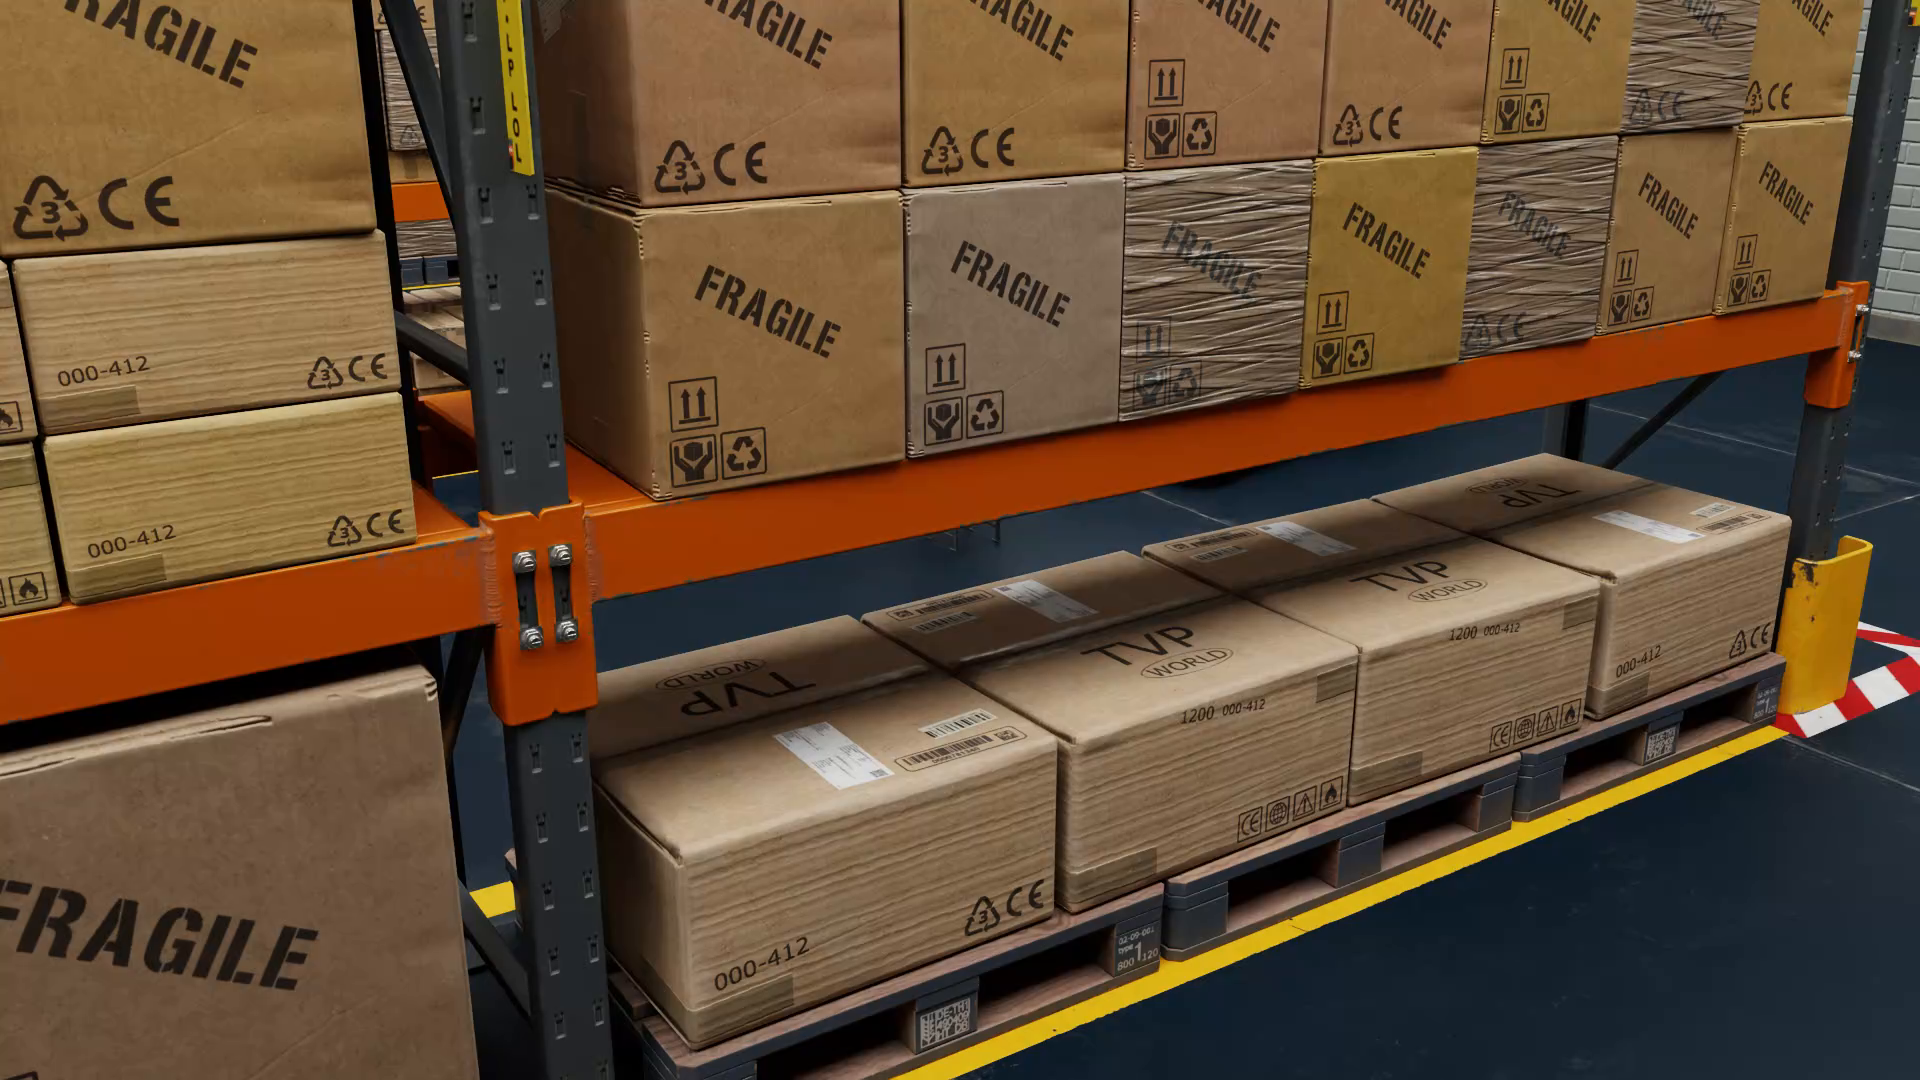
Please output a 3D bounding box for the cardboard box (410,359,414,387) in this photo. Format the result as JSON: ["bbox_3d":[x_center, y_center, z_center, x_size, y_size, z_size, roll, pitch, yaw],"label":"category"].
[{"bbox_3d":[-2.734,-0.791,7.732,0.250,0.149,0.380,-13,23,-34],"label":"cardboard box"}]

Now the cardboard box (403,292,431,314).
[{"bbox_3d":[-2.801,-1.117,8.231,0.250,0.149,0.380,-13,23,-34],"label":"cardboard box"}]

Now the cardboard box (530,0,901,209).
[{"bbox_3d":[-0.448,-0.890,2.975,0.500,0.500,0.500,-12,22,-31],"label":"cardboard box"}]

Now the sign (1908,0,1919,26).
[{"bbox_3d":[2.649,-1.567,4.519,0.005,0.325,0.100,-12,22,-31],"label":"sign"}]

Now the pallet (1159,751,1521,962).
[{"bbox_3d":[0.720,0.642,4.515,1.213,0.211,1.003,-12,22,-31],"label":"pallet"}]

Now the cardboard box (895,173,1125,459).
[{"bbox_3d":[-0.020,-0.497,3.375,0.500,0.500,0.500,-12,22,-31],"label":"cardboard box"}]

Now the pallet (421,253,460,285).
[{"bbox_3d":[-3.713,-2.222,12.987,1.213,0.211,1.003,-12,22,-31],"label":"pallet"}]

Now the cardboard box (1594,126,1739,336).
[{"bbox_3d":[1.678,-0.861,4.452,0.500,0.500,0.500,-12,22,-33],"label":"cardboard box"}]

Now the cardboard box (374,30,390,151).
[{"bbox_3d":[-2.824,-1.953,7.217,0.500,0.500,0.500,-12,22,-31],"label":"cardboard box"}]

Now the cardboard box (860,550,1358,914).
[{"bbox_3d":[0.352,0.426,4.147,0.875,0.438,0.875,-13,22,-33],"label":"cardboard box"}]

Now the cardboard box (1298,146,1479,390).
[{"bbox_3d":[0.829,-0.674,3.897,0.500,0.500,0.500,-11,22,-30],"label":"cardboard box"}]

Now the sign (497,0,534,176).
[{"bbox_3d":[-0.672,-0.717,2.498,0.005,0.325,0.100,-12,22,-31],"label":"sign"}]

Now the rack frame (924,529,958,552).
[{"bbox_3d":[-0.078,-0.410,6.552,0.006,0.900,0.240,-12,22,-31],"label":"rack frame"}]

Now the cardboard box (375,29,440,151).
[{"bbox_3d":[-2.383,-2.032,7.451,0.500,0.500,0.500,-12,22,-33],"label":"cardboard box"}]

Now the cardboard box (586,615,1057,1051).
[{"bbox_3d":[-0.395,0.584,3.680,0.875,0.438,0.875,-12,22,-32],"label":"cardboard box"}]

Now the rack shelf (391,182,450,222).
[{"bbox_3d":[-2.115,-1.667,8.116,4.000,0.370,1.077,-12,22,-31],"label":"rack shelf"}]

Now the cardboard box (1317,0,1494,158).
[{"bbox_3d":[0.834,-1.152,3.752,0.500,0.500,0.500,-12,22,-32],"label":"cardboard box"}]

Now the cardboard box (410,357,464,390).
[{"bbox_3d":[-2.491,-0.833,7.857,0.250,0.149,0.380,-11,21,-29],"label":"cardboard box"}]

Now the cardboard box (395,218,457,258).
[{"bbox_3d":[-4.339,-2.603,12.422,0.875,0.875,0.875,-12,22,-31],"label":"cardboard box"}]

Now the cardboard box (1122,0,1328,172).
[{"bbox_3d":[0.412,-1.064,3.491,0.500,0.500,0.500,-11,22,-30],"label":"cardboard box"}]

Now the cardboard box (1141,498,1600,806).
[{"bbox_3d":[1.106,0.267,4.615,0.875,0.438,0.875,-11,22,-30],"label":"cardboard box"}]

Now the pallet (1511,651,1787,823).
[{"bbox_3d":[1.738,0.429,5.147,1.213,0.211,1.003,-12,22,-31],"label":"pallet"}]

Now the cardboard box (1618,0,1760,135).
[{"bbox_3d":[1.670,-1.326,4.267,0.500,0.500,0.500,-12,22,-31],"label":"cardboard box"}]

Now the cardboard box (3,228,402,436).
[{"bbox_3d":[-1.213,-0.372,2.617,0.500,0.250,0.500,-12,22,-31],"label":"cardboard box"}]

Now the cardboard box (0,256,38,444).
[{"bbox_3d":[-1.626,-0.282,2.350,0.500,0.250,0.500,-11,22,-30],"label":"cardboard box"}]

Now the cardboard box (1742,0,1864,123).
[{"bbox_3d":[2.091,-1.426,4.563,0.500,0.500,0.500,-11,22,-30],"label":"cardboard box"}]

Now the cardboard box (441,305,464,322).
[{"bbox_3d":[-2.292,-1.027,7.965,0.250,0.149,0.380,-13,23,-34],"label":"cardboard box"}]

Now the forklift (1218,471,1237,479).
[{"bbox_3d":[1.640,-2.064,8.275,1.130,2.935,3.031,15,24,37],"label":"forklift"}]

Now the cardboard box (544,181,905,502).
[{"bbox_3d":[-0.442,-0.409,3.116,0.500,0.500,0.500,-11,22,-30],"label":"cardboard box"}]

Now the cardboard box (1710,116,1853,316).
[{"bbox_3d":[2.105,-0.946,4.702,0.500,0.500,0.500,-12,22,-31],"label":"cardboard box"}]

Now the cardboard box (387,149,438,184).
[{"bbox_3d":[-2.523,-1.699,7.478,0.250,0.149,0.380,-11,22,-30],"label":"cardboard box"}]

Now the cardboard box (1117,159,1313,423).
[{"bbox_3d":[0.399,-0.583,3.629,0.500,0.500,0.500,-12,22,-31],"label":"cardboard box"}]

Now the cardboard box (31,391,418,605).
[{"bbox_3d":[-1.214,-0.132,2.686,0.500,0.250,0.500,-13,22,-33],"label":"cardboard box"}]

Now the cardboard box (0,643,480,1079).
[{"bbox_3d":[-1.452,0.589,2.981,0.875,0.875,0.875,-11,22,-30],"label":"cardboard box"}]

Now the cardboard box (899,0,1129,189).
[{"bbox_3d":[-0.022,-0.977,3.233,0.500,0.500,0.500,-12,22,-32],"label":"cardboard box"}]

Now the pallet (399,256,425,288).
[{"bbox_3d":[-4.731,-2.008,12.356,1.213,0.211,1.003,-12,22,-31],"label":"pallet"}]

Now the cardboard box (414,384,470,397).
[{"bbox_3d":[-2.513,-0.702,7.932,0.250,0.149,0.380,-13,23,-34],"label":"cardboard box"}]

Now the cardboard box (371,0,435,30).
[{"bbox_3d":[-2.412,-2.508,7.297,0.500,0.500,0.500,-11,22,-31],"label":"cardboard box"}]

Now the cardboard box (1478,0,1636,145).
[{"bbox_3d":[1.255,-1.240,4.012,0.500,0.500,0.500,-12,22,-32],"label":"cardboard box"}]

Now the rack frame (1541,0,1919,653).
[{"bbox_3d":[2.362,-1.054,5.179,0.127,3.000,1.000,-12,22,-31],"label":"rack frame"}]

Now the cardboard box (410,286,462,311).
[{"bbox_3d":[-2.582,-1.168,8.381,0.250,0.149,0.380,-13,23,-33],"label":"cardboard box"}]

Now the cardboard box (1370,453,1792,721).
[{"bbox_3d":[1.866,0.104,5.099,0.875,0.438,0.875,-13,23,-33],"label":"cardboard box"}]

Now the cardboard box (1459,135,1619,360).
[{"bbox_3d":[1.253,-0.768,4.177,0.500,0.500,0.500,-11,22,-30],"label":"cardboard box"}]

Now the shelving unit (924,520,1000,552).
[{"bbox_3d":[0.007,-0.428,6.605,0.210,0.900,0.258,-12,22,-31],"label":"shelving unit"}]

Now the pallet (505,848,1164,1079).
[{"bbox_3d":[-0.300,0.859,3.876,1.213,0.211,1.003,-12,22,-31],"label":"pallet"}]

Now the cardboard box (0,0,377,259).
[{"bbox_3d":[-1.213,-0.725,2.487,0.500,0.500,0.500,-11,22,-30],"label":"cardboard box"}]

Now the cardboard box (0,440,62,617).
[{"bbox_3d":[-1.640,-0.042,2.421,0.500,0.250,0.500,-12,22,-32],"label":"cardboard box"}]

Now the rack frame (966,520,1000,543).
[{"bbox_3d":[0.092,-0.446,6.658,0.006,0.900,0.240,-12,22,-31],"label":"rack frame"}]

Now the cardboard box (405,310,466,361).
[{"bbox_3d":[-2.474,-0.957,7.757,0.250,0.149,0.380,-11,22,-30],"label":"cardboard box"}]

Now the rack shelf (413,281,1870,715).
[{"bbox_3d":[0.692,-0.361,4.252,4.000,0.370,1.077,-12,22,-31],"label":"rack shelf"}]

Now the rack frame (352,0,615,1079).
[{"bbox_3d":[-0.978,-0.349,3.095,0.127,3.000,1.000,-12,22,-31],"label":"rack frame"}]

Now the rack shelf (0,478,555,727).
[{"bbox_3d":[-2.649,0.344,2.168,4.000,0.370,1.077,-12,22,-31],"label":"rack shelf"}]

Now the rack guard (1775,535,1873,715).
[{"bbox_3d":[2.382,0.126,5.592,0.348,0.500,1.175,-12,22,-31],"label":"rack guard"}]
